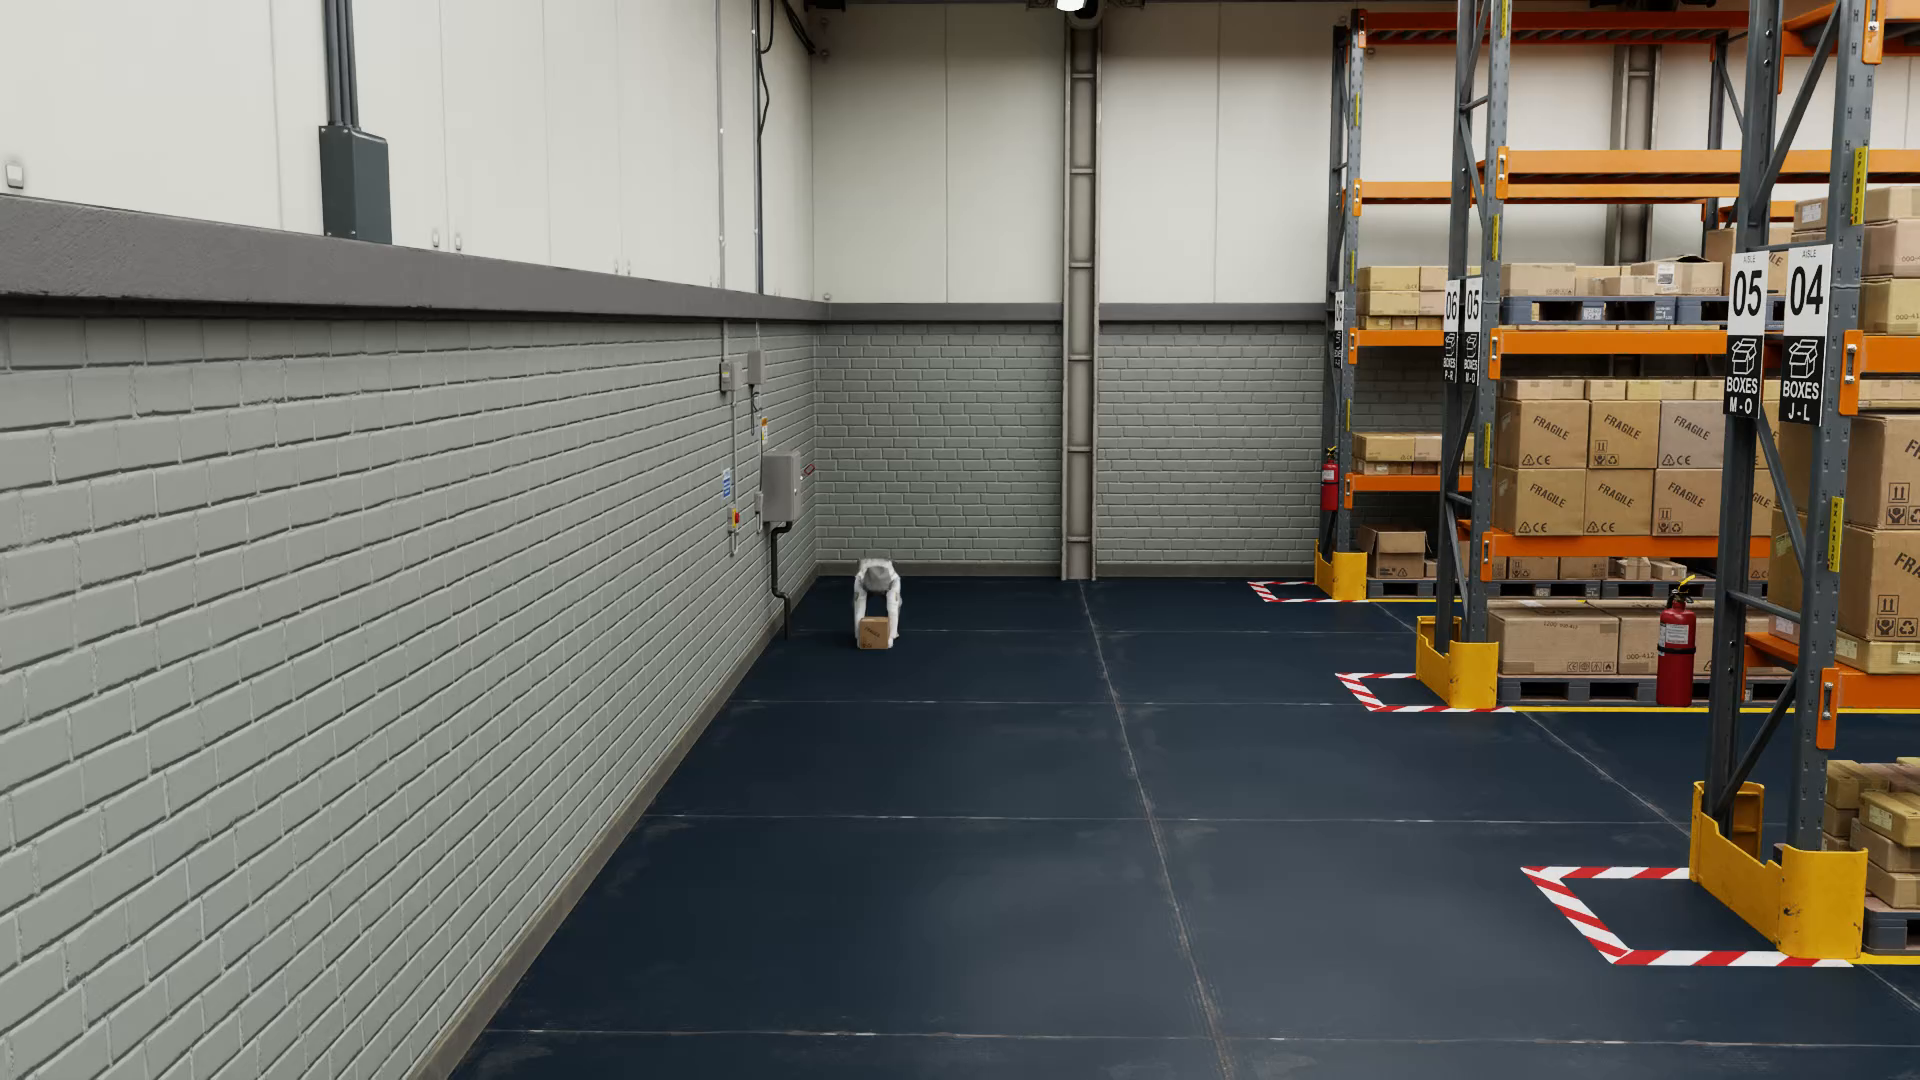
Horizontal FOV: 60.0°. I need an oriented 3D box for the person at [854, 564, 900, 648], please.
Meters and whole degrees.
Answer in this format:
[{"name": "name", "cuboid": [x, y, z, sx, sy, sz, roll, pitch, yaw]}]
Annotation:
[{"name": "person", "cuboid": [-0.748, 0.571, 15.150, 0.411, 0.722, 0.850, 0, 7, 0]}]
